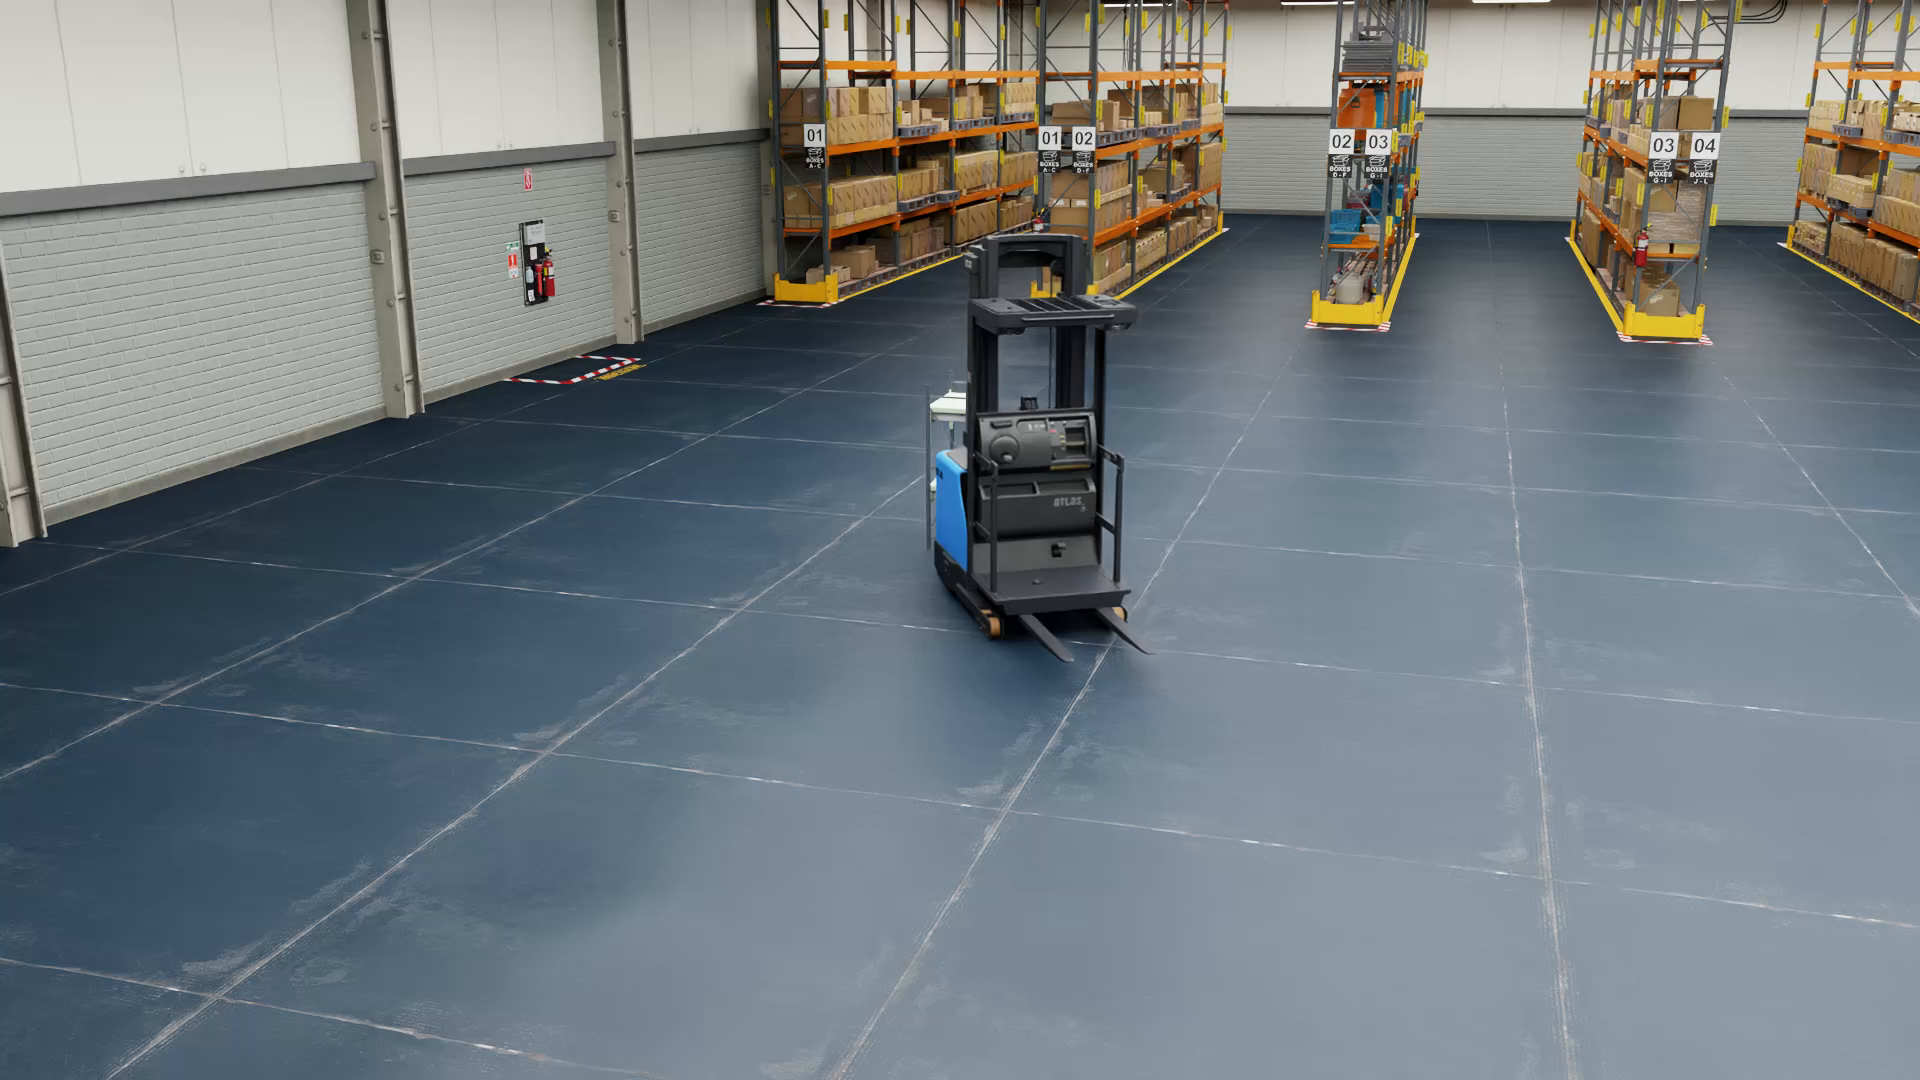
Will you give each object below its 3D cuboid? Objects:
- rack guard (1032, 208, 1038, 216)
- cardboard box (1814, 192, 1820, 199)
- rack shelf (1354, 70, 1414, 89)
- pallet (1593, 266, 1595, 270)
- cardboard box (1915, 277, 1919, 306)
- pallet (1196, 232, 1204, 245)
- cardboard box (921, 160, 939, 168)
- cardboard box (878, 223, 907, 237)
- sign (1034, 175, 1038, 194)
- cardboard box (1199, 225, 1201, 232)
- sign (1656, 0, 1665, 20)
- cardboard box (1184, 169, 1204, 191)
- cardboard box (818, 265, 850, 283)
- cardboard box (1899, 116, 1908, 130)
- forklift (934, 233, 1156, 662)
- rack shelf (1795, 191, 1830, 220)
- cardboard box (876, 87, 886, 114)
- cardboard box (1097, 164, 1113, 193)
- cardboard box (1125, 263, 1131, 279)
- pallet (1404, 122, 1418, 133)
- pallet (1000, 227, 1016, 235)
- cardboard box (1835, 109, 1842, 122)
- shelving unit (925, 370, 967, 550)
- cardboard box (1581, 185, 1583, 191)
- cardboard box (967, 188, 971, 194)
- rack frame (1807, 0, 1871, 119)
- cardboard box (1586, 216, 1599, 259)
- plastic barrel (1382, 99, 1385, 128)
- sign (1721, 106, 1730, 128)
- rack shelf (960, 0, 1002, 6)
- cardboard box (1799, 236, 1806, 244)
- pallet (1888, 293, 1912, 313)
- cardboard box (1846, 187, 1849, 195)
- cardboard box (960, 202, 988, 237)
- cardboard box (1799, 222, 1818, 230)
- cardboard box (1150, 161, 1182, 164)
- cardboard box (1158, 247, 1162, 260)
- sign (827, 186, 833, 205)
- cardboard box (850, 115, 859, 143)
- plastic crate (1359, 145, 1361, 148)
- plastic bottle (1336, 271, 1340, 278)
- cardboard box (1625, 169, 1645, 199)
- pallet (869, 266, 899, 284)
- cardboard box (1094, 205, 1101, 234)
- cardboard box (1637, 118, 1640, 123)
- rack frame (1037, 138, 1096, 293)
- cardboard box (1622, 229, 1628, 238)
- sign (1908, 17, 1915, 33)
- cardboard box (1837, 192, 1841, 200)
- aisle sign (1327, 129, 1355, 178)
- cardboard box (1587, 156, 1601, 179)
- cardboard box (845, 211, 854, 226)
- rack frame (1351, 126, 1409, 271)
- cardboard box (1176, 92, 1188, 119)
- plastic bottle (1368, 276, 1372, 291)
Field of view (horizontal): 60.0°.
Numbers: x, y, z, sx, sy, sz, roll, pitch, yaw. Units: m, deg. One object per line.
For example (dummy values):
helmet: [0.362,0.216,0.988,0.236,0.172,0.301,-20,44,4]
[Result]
rack guard: [1.662,-8.889,45.674,1.175,0.500,0.348,5,16,16]
cardboard box: [19.725,-7.862,37.932,0.380,0.149,0.250,5,17,17]
rack shelf: [8.312,-9.049,32.712,1.077,0.370,4.000,5,16,16]
pallet: [14.274,-6.017,36.077,1.003,0.211,1.213,5,16,16]
cardboard box: [16.973,-4.403,28.402,0.875,0.875,0.875,5,17,17]
pallet: [5.465,-7.494,41.284,1.003,0.211,1.213,5,16,16]
cardboard box: [-0.687,-8.472,37.443,0.380,0.149,0.250,2,16,9]
cardboard box: [-1.440,-6.625,35.511,0.500,0.250,0.500,4,16,15]
sign: [1.343,-6.233,29.172,0.100,0.325,0.005,5,16,16]
cardboard box: [5.832,-7.825,41.725,0.380,0.166,0.250,5,16,16]
sign: [10.829,-8.207,25.692,0.100,0.325,0.005,5,16,16]
cardboard box: [5.675,-8.816,40.652,0.500,0.500,0.500,5,17,17]
cardboard box: [-2.447,-5.141,31.999,0.500,0.311,0.500,6,17,20]
cardboard box: [17.797,-7.747,30.890,0.500,0.250,0.500,5,17,17]
forklift: [0.658,-0.779,12.624,1.130,2.935,3.031,-4,16,-15]
rack shelf: [20.061,-7.653,38.052,1.077,0.370,4.000,5,16,16]
cardboard box: [-1.784,-8.631,32.632,0.500,0.500,0.500,6,17,19]
cardboard box: [2.448,-6.725,30.901,0.700,0.500,0.500,5,16,16]
cardboard box: [3.073,-5.304,32.721,0.500,0.250,0.500,5,16,16]
pallet: [9.569,-9.113,36.732,1.003,0.211,1.213,5,16,16]
pallet: [0.810,-7.890,42.681,1.003,0.211,1.213,5,16,16]
cardboard box: [19.380,-9.227,36.147,0.500,0.250,0.500,4,16,13]
shelving unit: [-0.002,-0.720,15.039,0.431,1.500,0.755,5,16,16]
cardboard box: [15.195,-8.476,40.096,0.380,0.149,0.250,4,16,15]
cardboard box: [0.036,-8.288,39.398,0.380,0.149,0.250,5,17,17]
rack frame: [20.629,-11.408,38.980,1.000,3.000,0.127,5,16,16]
cardboard box: [14.106,-6.432,35.552,1.225,0.875,0.875,5,16,16]
plastic barrel: [8.052,-8.354,32.791,0.600,0.901,0.708,5,16,16]
sign: [11.876,-6.569,25.813,0.100,0.325,0.005,5,16,16]
rack shelf: [-0.050,-12.655,38.602,1.077,0.370,4.000,5,16,16]
cardboard box: [19.936,-7.042,39.034,0.380,0.149,0.250,5,17,17]
pallet: [17.366,-4.249,29.843,1.003,0.211,1.213,5,16,16]
cardboard box: [18.424,-7.156,34.126,0.380,0.149,0.250,5,17,17]
cardboard box: [0.209,-7.794,40.401,0.750,0.750,0.750,5,17,18]
cardboard box: [19.997,-7.391,39.174,0.380,0.149,0.250,5,16,16]
cardboard box: [4.920,-8.799,39.823,0.700,0.500,0.500,-1,16,-3]
cardboard box: [4.074,-6.197,35.870,0.500,0.250,0.500,4,16,15]
sign: [-2.371,-6.274,30.286,0.100,0.325,0.005,5,16,16]
cardboard box: [-2.226,-7.742,31.332,0.500,0.500,0.500,5,17,18]
plastic crate: [7.034,-7.127,29.772,0.336,0.188,0.450,5,16,16]
plastic bottle: [6.942,-4.775,30.637,0.144,0.351,0.185,4,16,15]
cardboard box: [11.980,-6.237,29.181,0.500,0.500,0.500,5,16,16]
pallet: [-1.912,-5.426,33.993,1.003,0.211,1.213,5,16,16]
cardboard box: [2.148,-5.823,30.101,0.700,0.500,0.500,5,17,17]
cardboard box: [12.664,-7.628,30.625,0.396,0.266,0.258,5,17,18]
rack frame: [1.859,-5.516,29.201,1.000,3.000,0.127,5,16,16]
cardboard box: [11.842,-5.380,29.180,0.380,0.149,0.250,5,16,16]
sign: [20.026,-10.846,34.995,0.100,0.325,0.005,5,16,16]
cardboard box: [18.647,-7.219,34.895,0.380,0.149,0.250,4,16,13]
aisle sign: [6.302,-6.386,27.504,0.394,0.787,0.004,5,16,16]
cardboard box: [14.786,-8.590,38.394,0.500,0.500,0.500,5,17,16]
cardboard box: [-2.315,-6.077,31.416,0.500,0.250,0.500,4,16,14]
rack frame: [8.880,-7.224,35.223,1.000,3.000,0.127,5,16,16]
cardboard box: [5.055,-10.271,39.332,0.600,0.600,0.600,3,16,11]
plastic bottle: [7.538,-4.723,30.576,0.061,0.283,0.133,5,16,16]
